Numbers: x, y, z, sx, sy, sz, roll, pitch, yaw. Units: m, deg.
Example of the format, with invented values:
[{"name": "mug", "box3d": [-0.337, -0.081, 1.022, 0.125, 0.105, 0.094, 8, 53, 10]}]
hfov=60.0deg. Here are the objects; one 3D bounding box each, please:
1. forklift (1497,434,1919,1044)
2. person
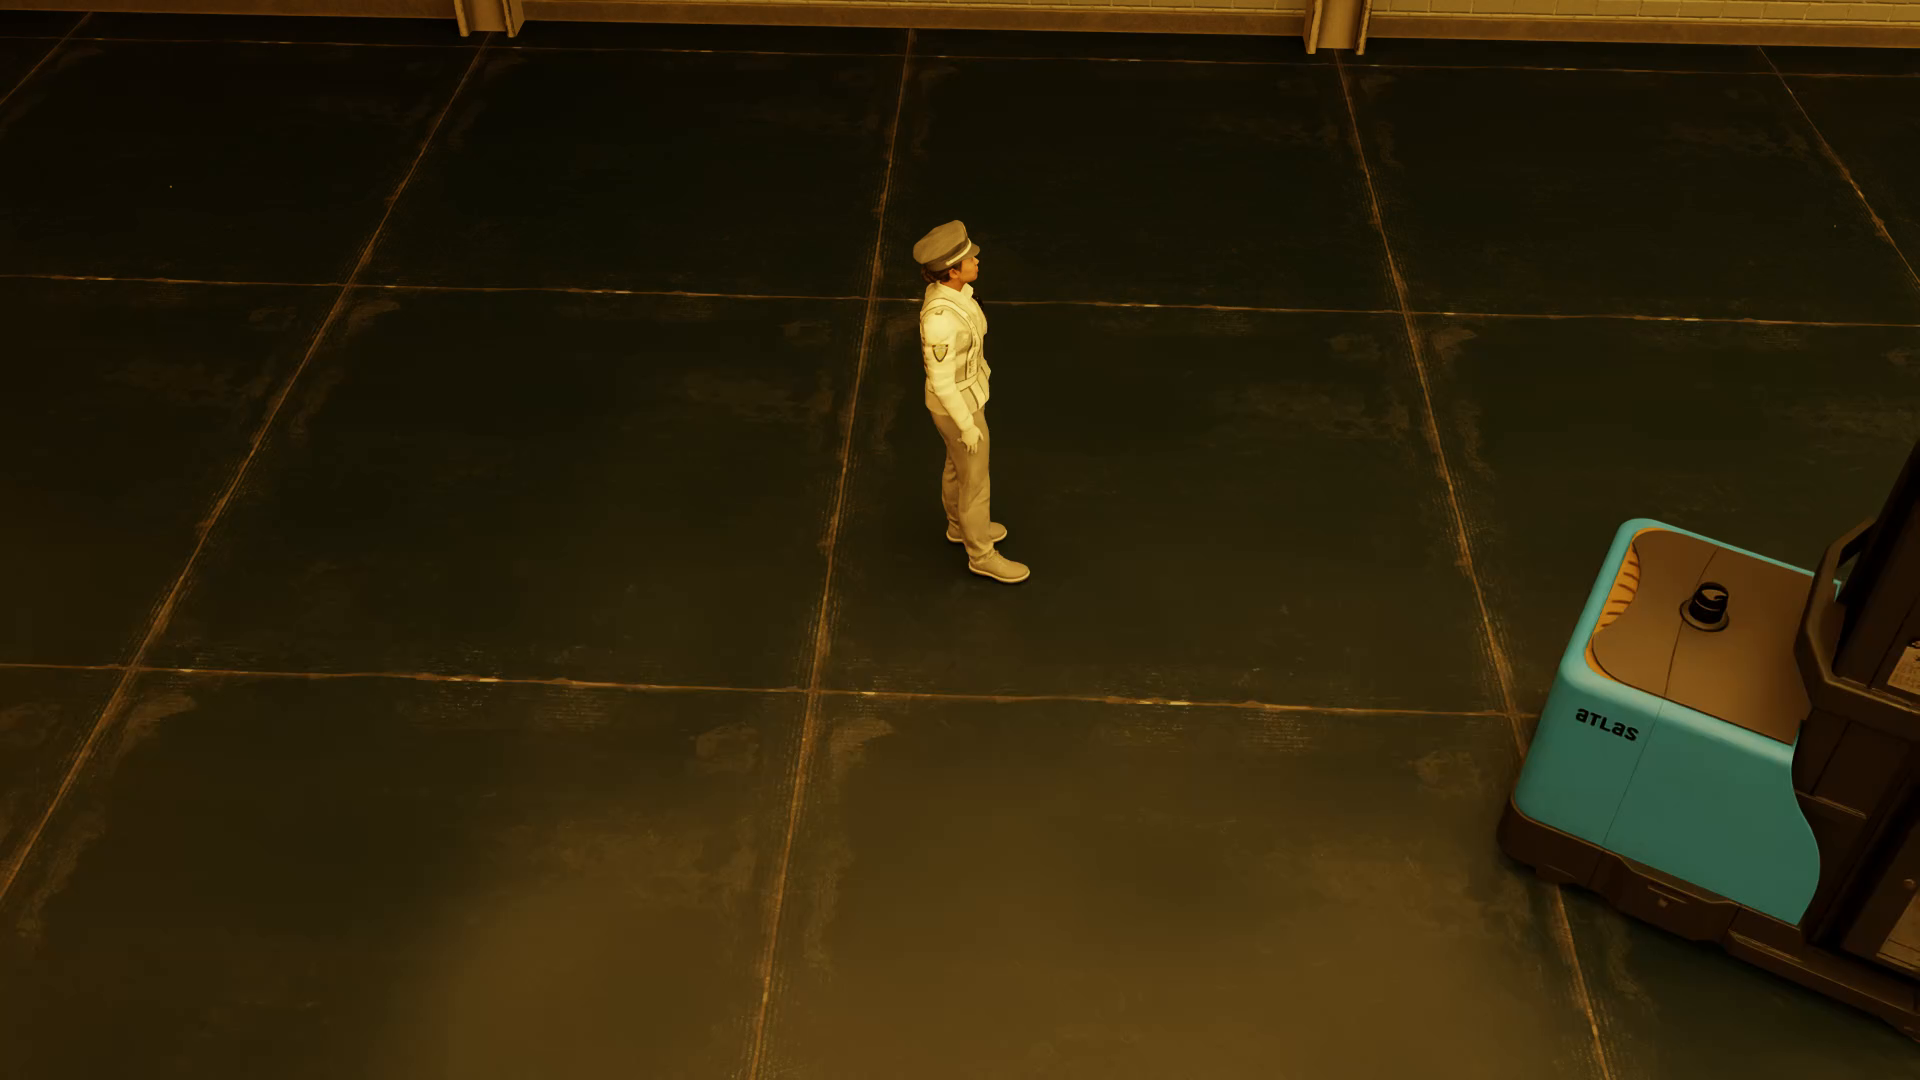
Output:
[{"name": "forklift", "box3d": [3.640, 0.384, 5.322, 3.031, 2.935, 1.130, 21, 47, 22]}, {"name": "person", "box3d": [0.068, -0.624, 7.332, 0.530, 1.694, 0.586, 2, 42, 2]}]
